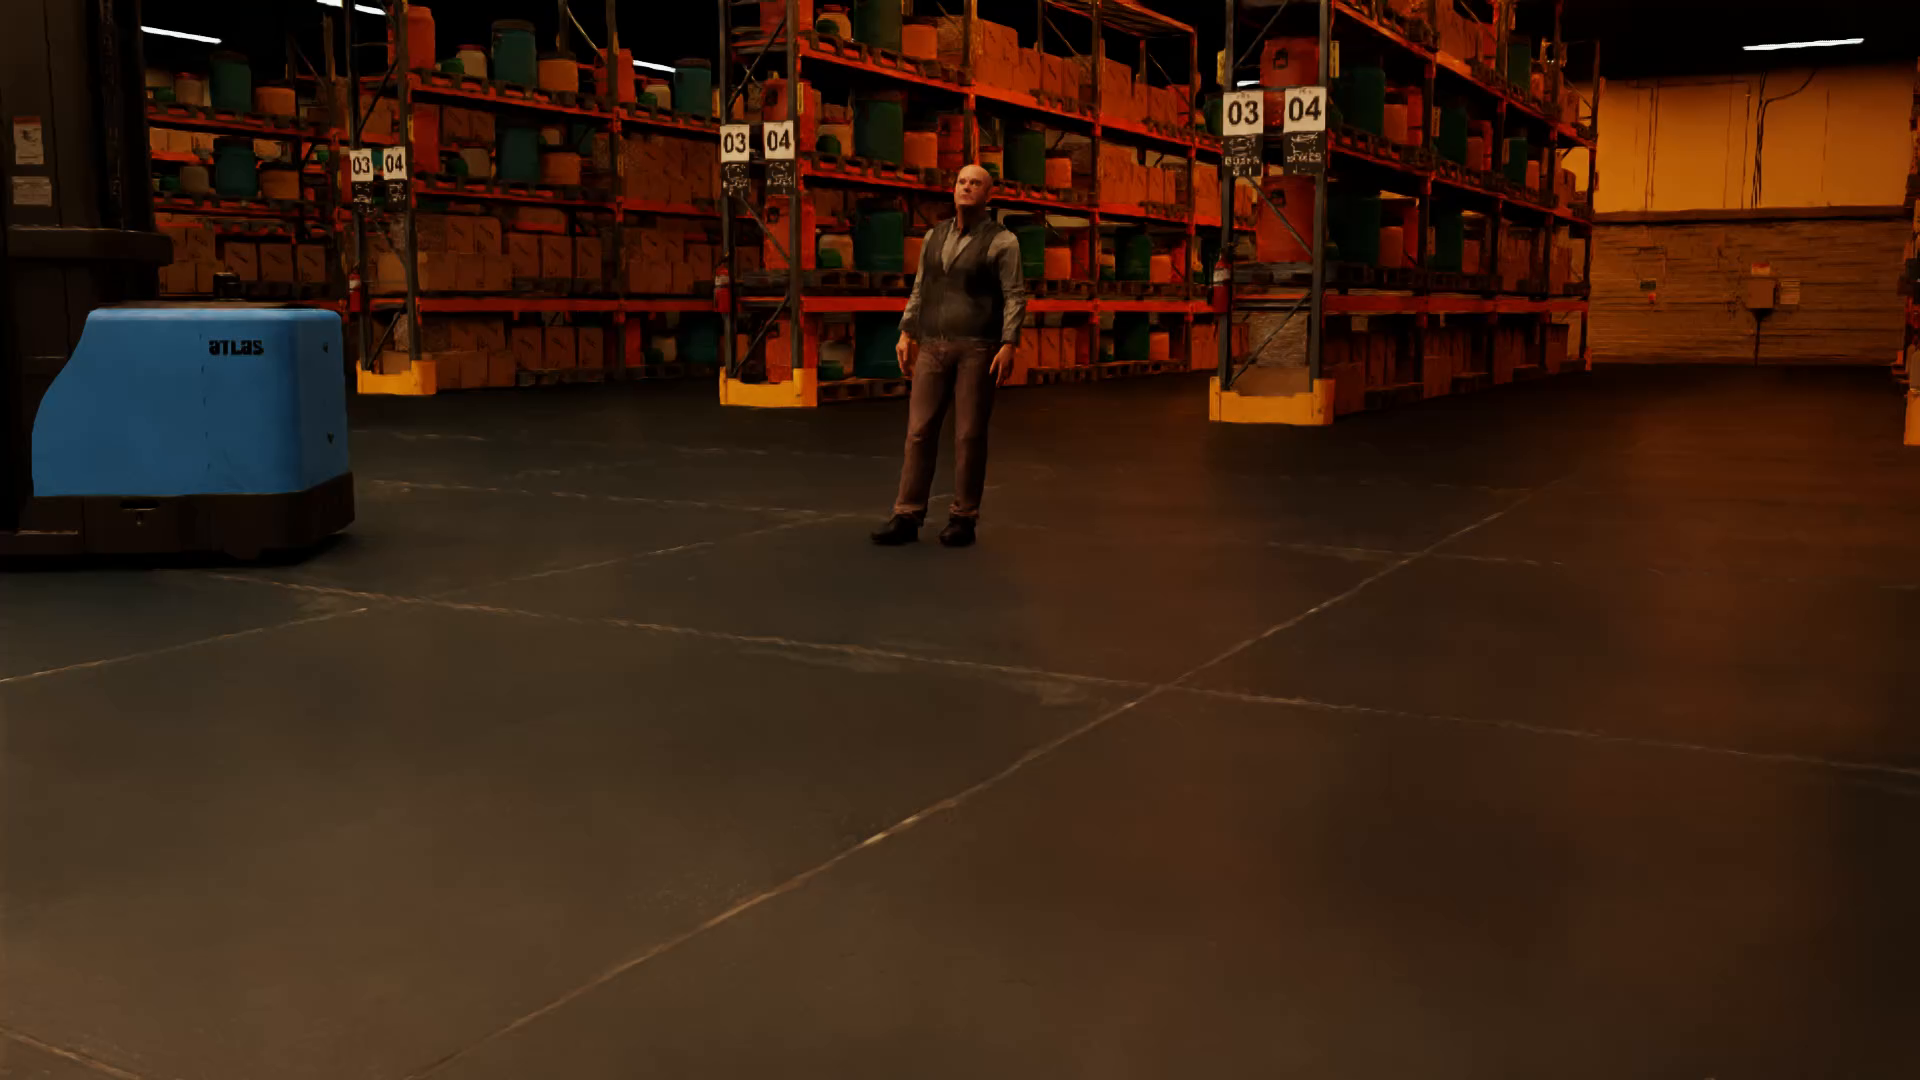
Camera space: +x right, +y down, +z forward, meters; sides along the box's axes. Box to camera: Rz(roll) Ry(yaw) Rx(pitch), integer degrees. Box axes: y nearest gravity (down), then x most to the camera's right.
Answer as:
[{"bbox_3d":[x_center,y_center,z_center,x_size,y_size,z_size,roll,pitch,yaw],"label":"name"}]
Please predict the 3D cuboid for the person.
[{"bbox_3d":[-0.037,-0.853,7.645,0.632,1.720,0.567,4,9,29],"label":"person"}]

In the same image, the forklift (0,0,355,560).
[{"bbox_3d":[-4.335,-1.386,7.133,3.031,2.935,1.130,-1,8,-8],"label":"forklift"}]
